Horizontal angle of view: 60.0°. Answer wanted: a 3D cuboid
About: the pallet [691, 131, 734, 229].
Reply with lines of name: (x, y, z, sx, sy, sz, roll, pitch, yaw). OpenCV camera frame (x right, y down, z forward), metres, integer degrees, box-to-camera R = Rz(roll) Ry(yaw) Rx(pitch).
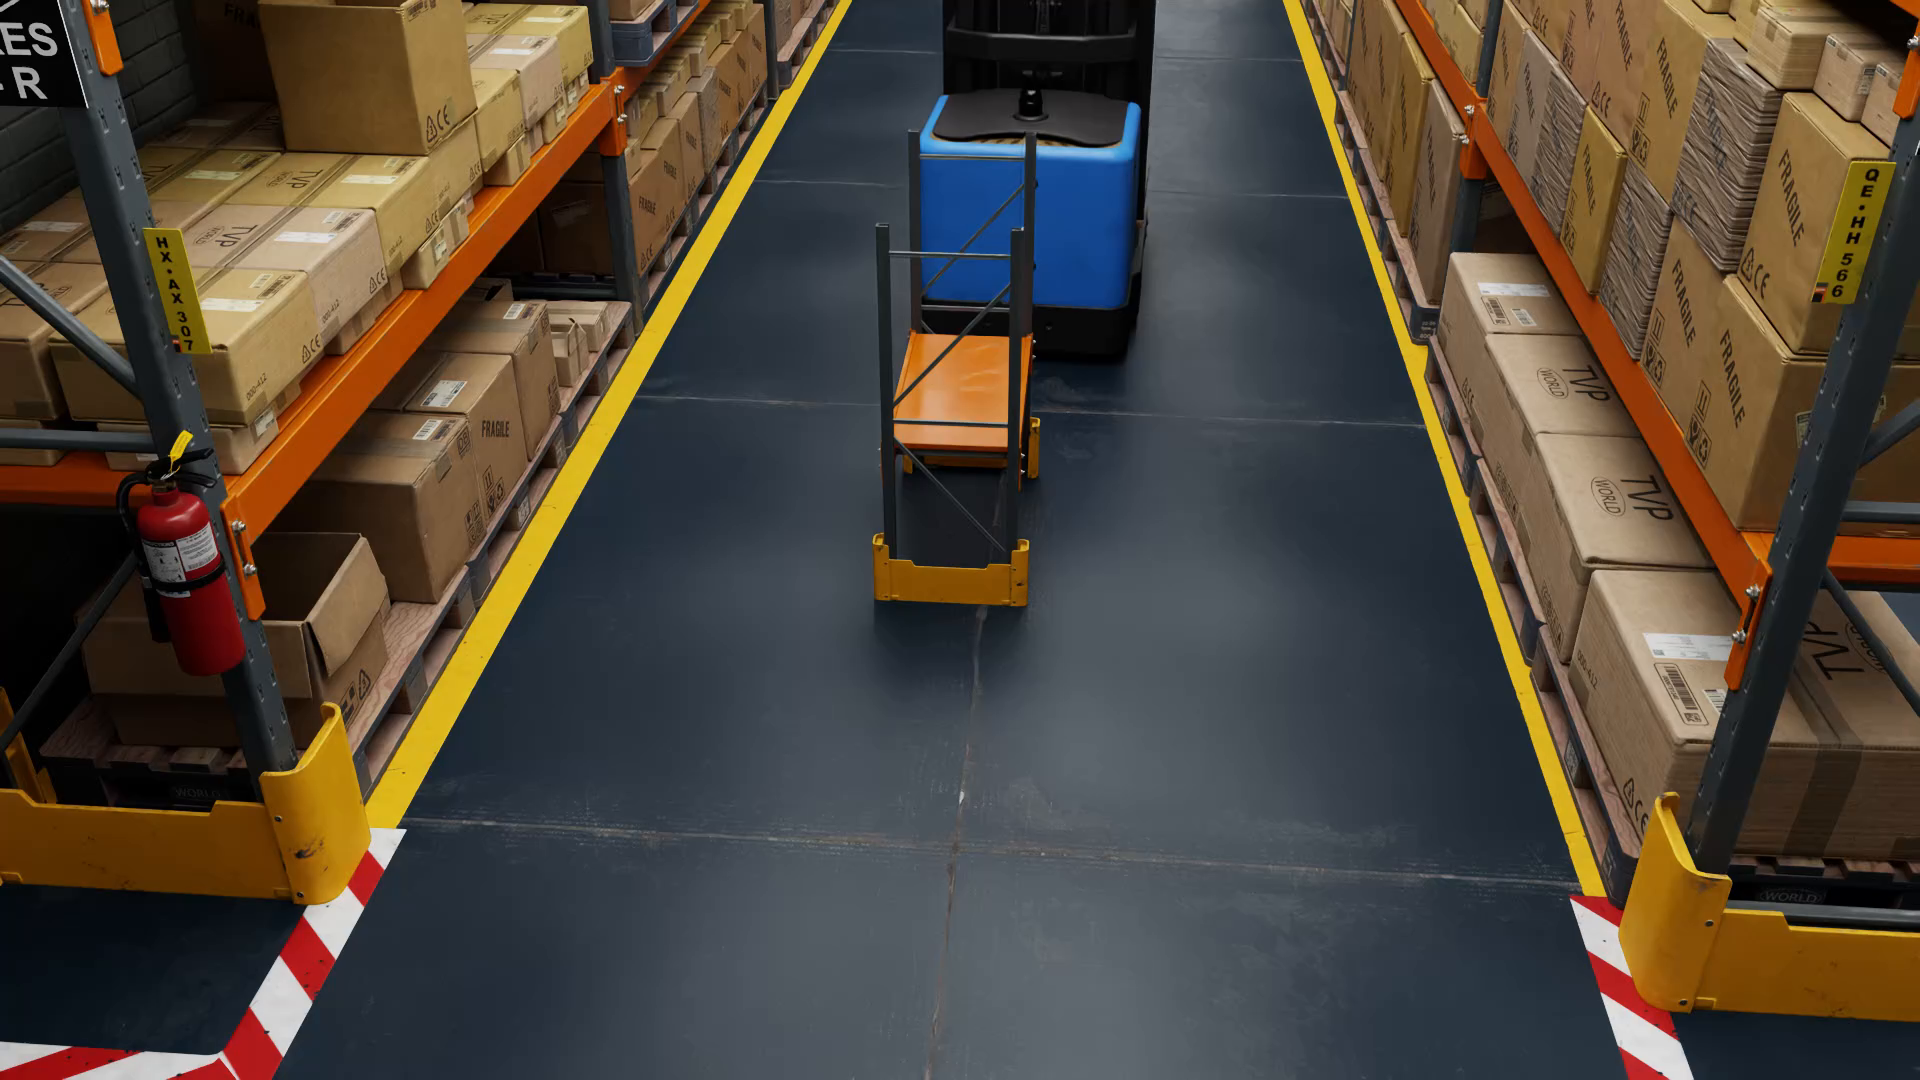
pallet: (-1.994, -2.228, 10.164, 1.003, 0.211, 1.213, 2, 32, 4)

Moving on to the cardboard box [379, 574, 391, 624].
cardboard box: (-2.227, 0.242, 5.815, 0.380, 0.149, 0.250, 1, 32, 2)

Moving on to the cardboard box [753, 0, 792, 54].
cardboard box: (-1.729, -3.933, 12.136, 0.875, 0.625, 0.625, 3, 32, 6)

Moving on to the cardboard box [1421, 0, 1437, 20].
cardboard box: (2.716, -2.849, 8.657, 0.500, 0.250, 0.500, 2, 32, 3)

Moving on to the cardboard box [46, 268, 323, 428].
cardboard box: (-2.140, -0.545, 4.635, 0.500, 0.250, 0.500, 3, 32, 4)

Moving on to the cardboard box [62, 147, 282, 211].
cardboard box: (-2.584, -1.100, 5.535, 0.500, 0.250, 0.500, 3, 32, 6)

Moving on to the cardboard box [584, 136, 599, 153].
cardboard box: (-1.885, -2.044, 8.289, 0.380, 0.149, 0.250, 2, 32, 3)

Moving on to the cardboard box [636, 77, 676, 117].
cardboard box: (-1.804, -2.471, 9.265, 0.380, 0.149, 0.250, 2, 32, 4)

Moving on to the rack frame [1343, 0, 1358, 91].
rack frame: (3.154, -4.230, 10.754, 1.000, 3.000, 0.127, 2, 32, 4)

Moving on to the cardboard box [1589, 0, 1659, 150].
cardboard box: (2.404, -1.573, 5.395, 0.500, 0.500, 0.500, 2, 32, 4)

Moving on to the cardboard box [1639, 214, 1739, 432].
cardboard box: (2.334, -0.614, 4.793, 0.500, 0.500, 0.500, 2, 32, 3)

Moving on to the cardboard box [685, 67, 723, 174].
cardboard box: (-1.729, -2.517, 9.957, 0.500, 0.500, 0.500, 1, 32, 2)

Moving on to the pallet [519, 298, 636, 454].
pallet: (-2.176, -0.802, 7.850, 1.003, 0.211, 1.213, 2, 32, 4)

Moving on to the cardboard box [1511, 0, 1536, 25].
cardboard box: (2.548, -2.368, 6.685, 0.500, 0.500, 0.500, 3, 32, 4)

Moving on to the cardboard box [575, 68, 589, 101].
cardboard box: (-1.894, -2.064, 7.479, 0.380, 0.149, 0.250, 3, 32, 5)

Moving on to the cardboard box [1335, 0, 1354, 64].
cardboard box: (3.210, -3.585, 11.812, 0.950, 0.372, 0.625, 0, 32, 1)

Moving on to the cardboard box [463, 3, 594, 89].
cardboard box: (-1.918, -2.134, 7.214, 0.500, 0.250, 0.500, 3, 32, 5)

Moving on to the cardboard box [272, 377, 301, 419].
cardboard box: (-2.170, -0.445, 4.852, 0.380, 0.149, 0.250, 3, 32, 5)

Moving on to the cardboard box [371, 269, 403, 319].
cardboard box: (-2.086, -0.852, 5.514, 0.380, 0.149, 0.250, 3, 32, 5)

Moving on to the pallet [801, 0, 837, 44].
pallet: (-1.586, -4.318, 13.555, 1.003, 0.211, 1.213, 2, 32, 4)

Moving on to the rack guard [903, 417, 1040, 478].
rack guard: (0.047, -0.407, 7.172, 0.587, 0.250, 0.087, 2, 32, 4)

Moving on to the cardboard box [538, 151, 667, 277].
cardboard box: (-1.856, -1.706, 8.642, 0.500, 0.500, 0.500, 4, 32, 6)

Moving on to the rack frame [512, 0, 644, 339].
rack frame: (-2.119, -2.348, 7.701, 1.000, 3.000, 0.127, 2, 32, 4)

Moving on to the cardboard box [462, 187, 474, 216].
cardboard box: (-2.037, -1.258, 6.171, 0.380, 0.149, 0.250, 2, 32, 4)

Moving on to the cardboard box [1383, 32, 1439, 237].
cardboard box: (2.865, -2.213, 9.106, 0.875, 0.875, 0.875, 3, 32, 5)

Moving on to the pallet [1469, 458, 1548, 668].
pallet: (2.591, 0.083, 6.414, 1.003, 0.211, 1.213, 2, 32, 4)

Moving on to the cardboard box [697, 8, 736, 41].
cardboard box: (-1.638, -3.282, 10.580, 0.380, 0.149, 0.250, 1, 32, 2)

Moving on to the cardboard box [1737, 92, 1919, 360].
cardboard box: (2.304, -0.777, 4.103, 0.500, 0.500, 0.500, 3, 32, 6)

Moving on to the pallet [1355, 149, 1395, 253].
pallet: (2.913, -1.997, 9.790, 1.003, 0.211, 1.213, 2, 32, 4)

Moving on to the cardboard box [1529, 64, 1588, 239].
cardboard box: (2.437, -1.424, 6.106, 0.500, 0.500, 0.500, 3, 32, 4)

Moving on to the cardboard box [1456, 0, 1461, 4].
cardboard box: (2.655, -2.790, 8.084, 0.500, 0.250, 0.500, 3, 32, 5)

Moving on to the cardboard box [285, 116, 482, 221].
cardboard box: (-2.040, -1.342, 5.928, 0.500, 0.250, 0.500, 2, 32, 3)

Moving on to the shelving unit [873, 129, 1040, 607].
shelving unit: (0.006, -0.678, 6.421, 0.587, 1.500, 1.083, 2, 32, 4)

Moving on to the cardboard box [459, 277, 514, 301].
cardboard box: (-2.409, -1.047, 7.752, 0.500, 0.311, 0.500, 4, 32, 6)

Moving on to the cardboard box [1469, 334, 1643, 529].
cardboard box: (2.598, -0.434, 6.638, 0.875, 0.438, 0.875, 2, 32, 3)

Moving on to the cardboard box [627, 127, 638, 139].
cardboard box: (-1.880, -2.063, 8.603, 0.380, 0.149, 0.250, 2, 32, 3)

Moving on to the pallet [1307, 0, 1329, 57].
pallet: (3.321, -4.087, 13.181, 1.003, 0.211, 1.213, 2, 32, 4)

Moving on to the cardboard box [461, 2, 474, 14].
cardboard box: (-2.429, -2.164, 7.261, 0.500, 0.250, 0.500, 2, 32, 3)

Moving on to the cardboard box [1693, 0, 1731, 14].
cardboard box: (2.381, -1.657, 4.913, 0.380, 0.149, 0.250, 3, 32, 5)

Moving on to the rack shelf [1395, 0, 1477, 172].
rack shelf: (2.991, -2.878, 9.246, 1.077, 0.370, 4.000, 2, 32, 4)

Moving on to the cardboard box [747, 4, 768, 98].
cardboard box: (-1.614, -3.324, 11.267, 0.500, 0.500, 0.500, 3, 32, 5)

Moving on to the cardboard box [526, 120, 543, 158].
cardboard box: (-1.939, -1.654, 6.814, 0.380, 0.149, 0.250, 3, 32, 5)

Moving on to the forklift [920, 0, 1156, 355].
forklift: (0.489, -2.903, 8.667, 1.130, 2.935, 3.031, 4, 32, 7)

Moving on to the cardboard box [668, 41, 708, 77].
cardboard box: (-1.717, -2.869, 9.911, 0.380, 0.149, 0.250, 1, 32, 2)

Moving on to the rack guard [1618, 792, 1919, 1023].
rack guard: (2.500, 1.030, 4.602, 1.175, 0.500, 0.348, 2, 32, 4)

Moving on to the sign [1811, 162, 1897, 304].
sign: (1.963, -0.671, 3.650, 0.100, 0.325, 0.005, 2, 32, 4)

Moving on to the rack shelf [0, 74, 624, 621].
rack shelf: (-2.282, -0.996, 6.193, 1.077, 0.370, 4.000, 2, 32, 4)

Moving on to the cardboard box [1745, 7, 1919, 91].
cardboard box: (2.266, -1.259, 4.268, 0.380, 0.149, 0.250, 2, 32, 4)

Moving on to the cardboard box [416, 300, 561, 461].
cardboard box: (-2.108, -0.675, 6.969, 0.700, 0.500, 0.500, 1, 32, 2)

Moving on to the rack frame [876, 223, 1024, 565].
rack frame: (-0.034, -0.417, 5.998, 0.500, 1.500, 0.032, 2, 32, 4)

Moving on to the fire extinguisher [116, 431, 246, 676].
fire extinguisher: (-1.996, 0.032, 4.269, 0.296, 0.674, 0.183, 2, 32, 4)
